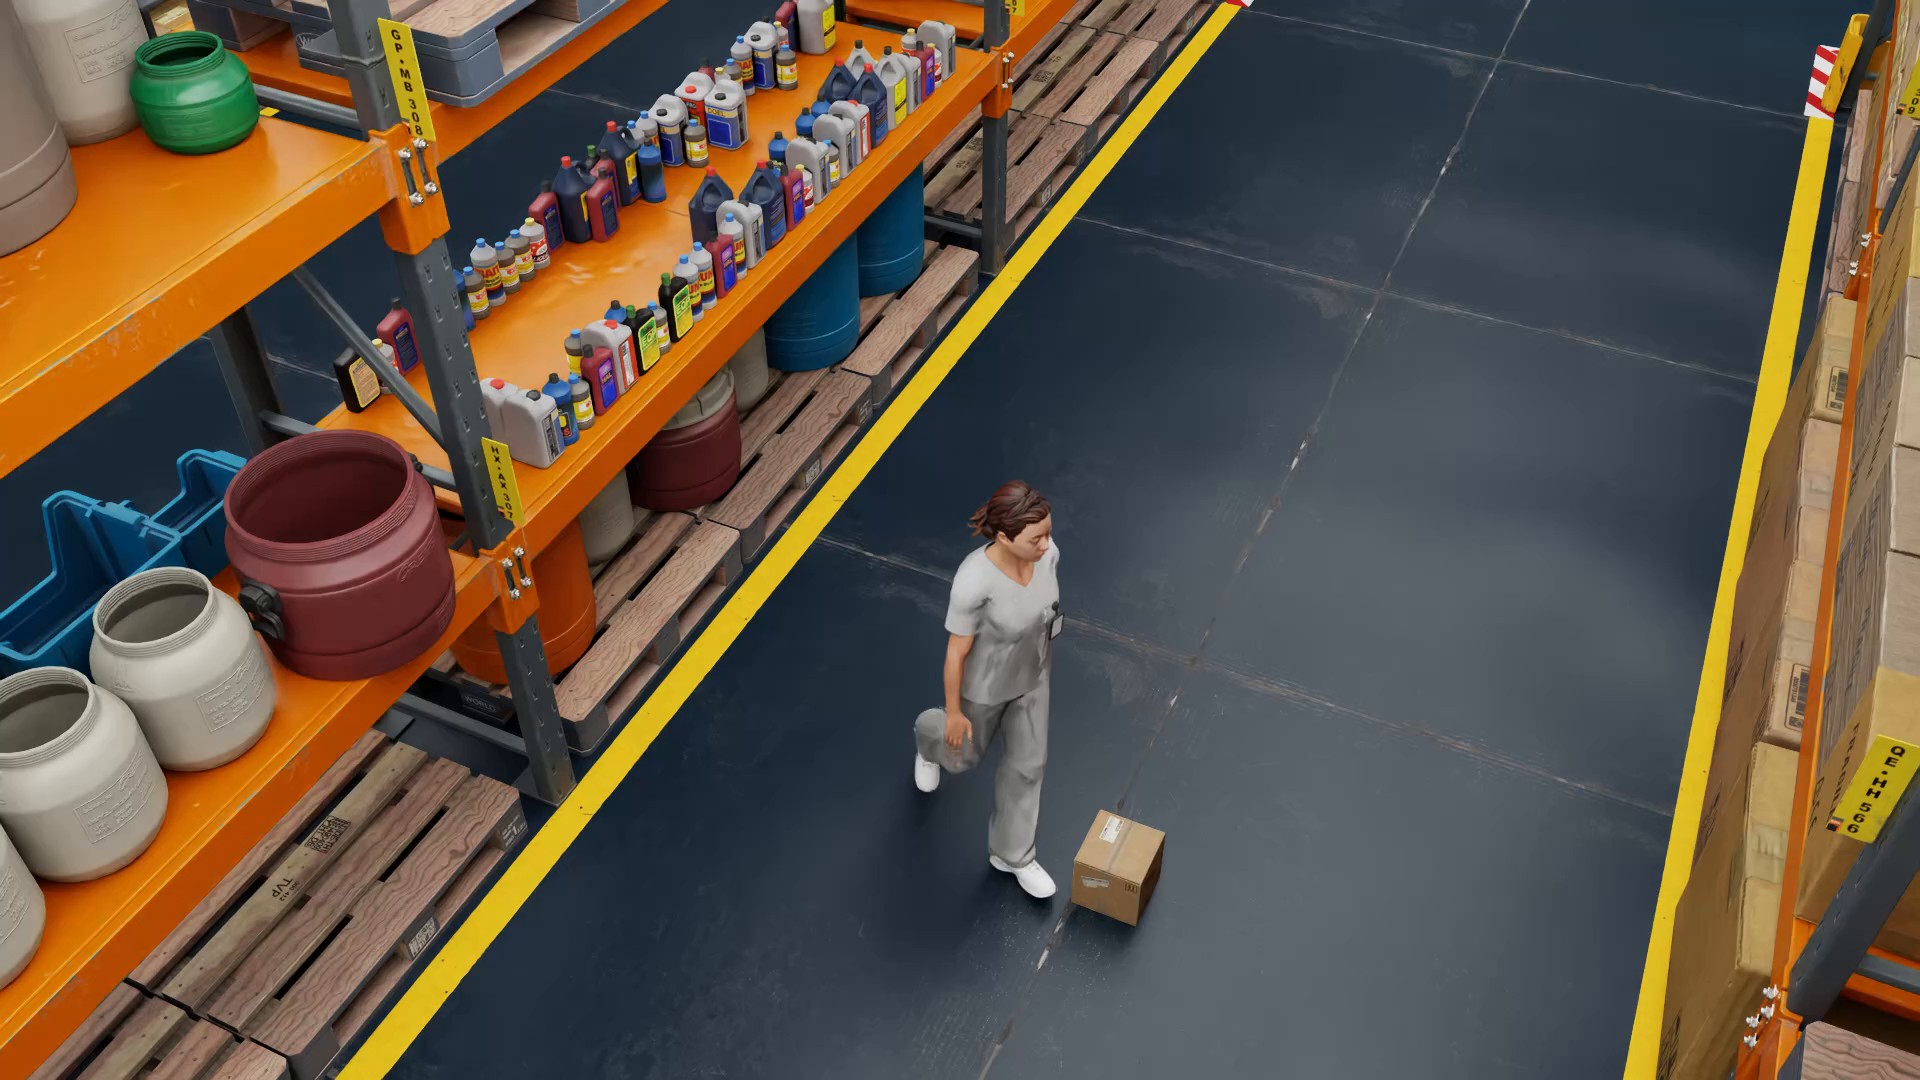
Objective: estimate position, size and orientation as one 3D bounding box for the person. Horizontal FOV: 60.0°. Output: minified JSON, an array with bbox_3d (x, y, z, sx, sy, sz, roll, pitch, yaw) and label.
[{"bbox_3d":[0.099,0.449,5.661,0.524,1.656,0.848,-24,47,-24],"label":"person"}]
